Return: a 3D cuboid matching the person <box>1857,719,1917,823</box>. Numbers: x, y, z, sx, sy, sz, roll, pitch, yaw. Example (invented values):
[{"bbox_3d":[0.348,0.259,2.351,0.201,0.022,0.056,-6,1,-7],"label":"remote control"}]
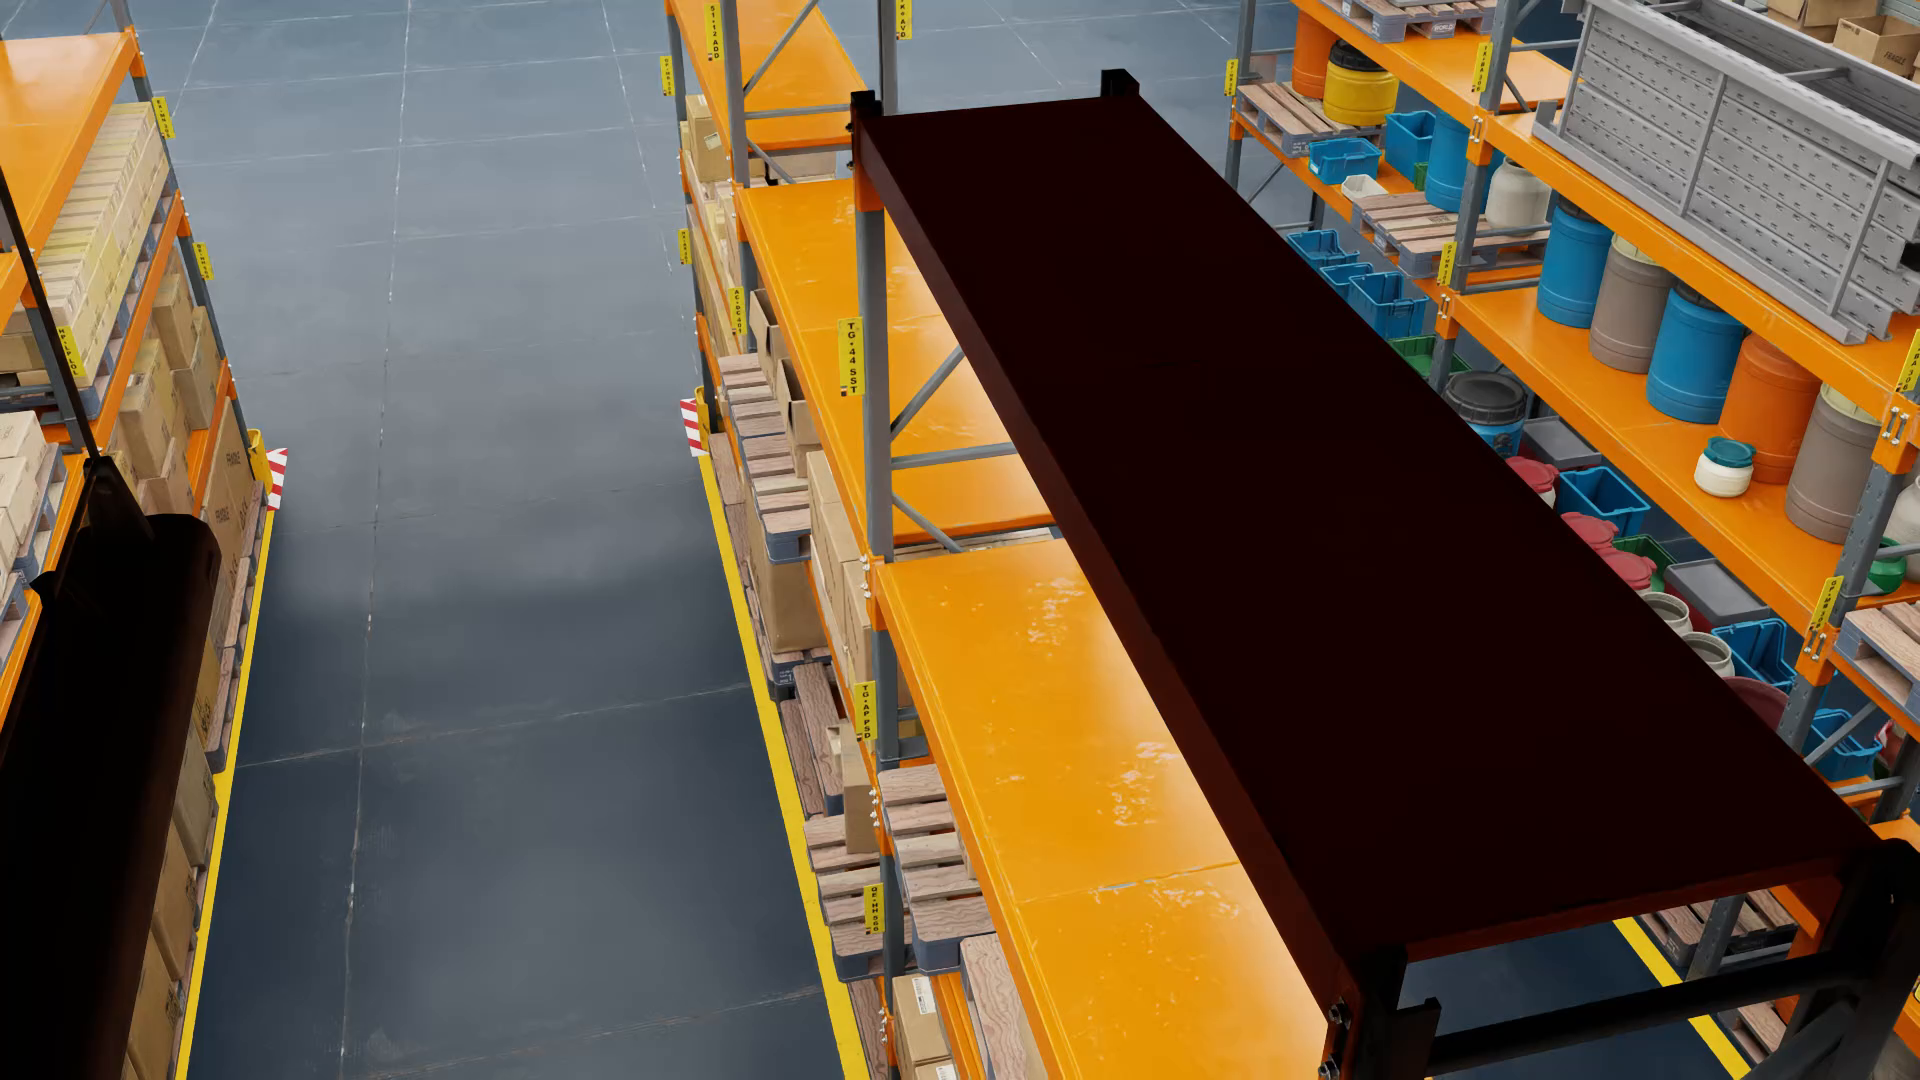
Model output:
[{"bbox_3d":[5.921,1.344,10.580,0.684,1.760,0.596,29,44,35],"label":"person"}]
